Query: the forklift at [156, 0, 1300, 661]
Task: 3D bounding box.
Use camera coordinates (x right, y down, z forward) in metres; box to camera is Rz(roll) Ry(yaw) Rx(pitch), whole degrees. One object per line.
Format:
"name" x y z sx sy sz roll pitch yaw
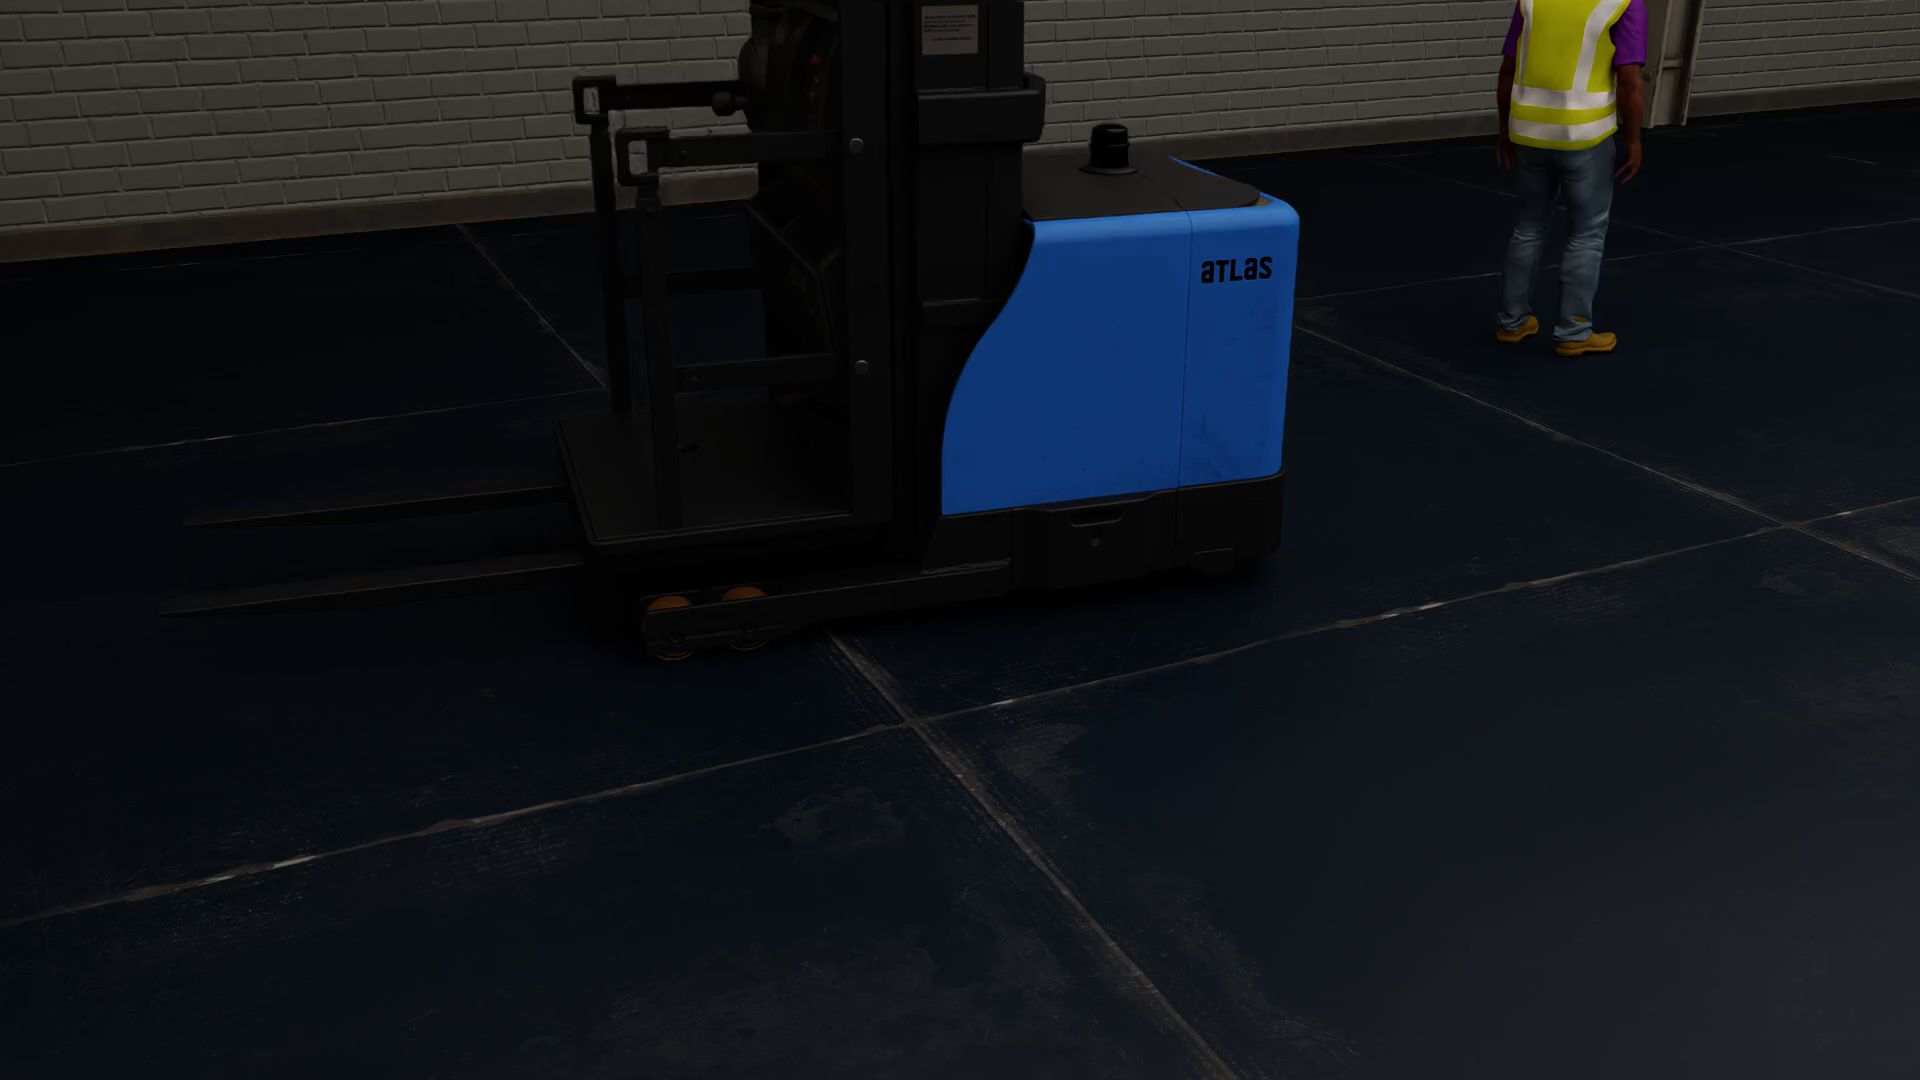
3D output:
"forklift" -0.636 -1.265 4.331 3.031 2.935 1.130 -7 24 -16

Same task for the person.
"person" 2.493 -1.658 6.809 0.463 1.759 0.626 -19 29 -38
